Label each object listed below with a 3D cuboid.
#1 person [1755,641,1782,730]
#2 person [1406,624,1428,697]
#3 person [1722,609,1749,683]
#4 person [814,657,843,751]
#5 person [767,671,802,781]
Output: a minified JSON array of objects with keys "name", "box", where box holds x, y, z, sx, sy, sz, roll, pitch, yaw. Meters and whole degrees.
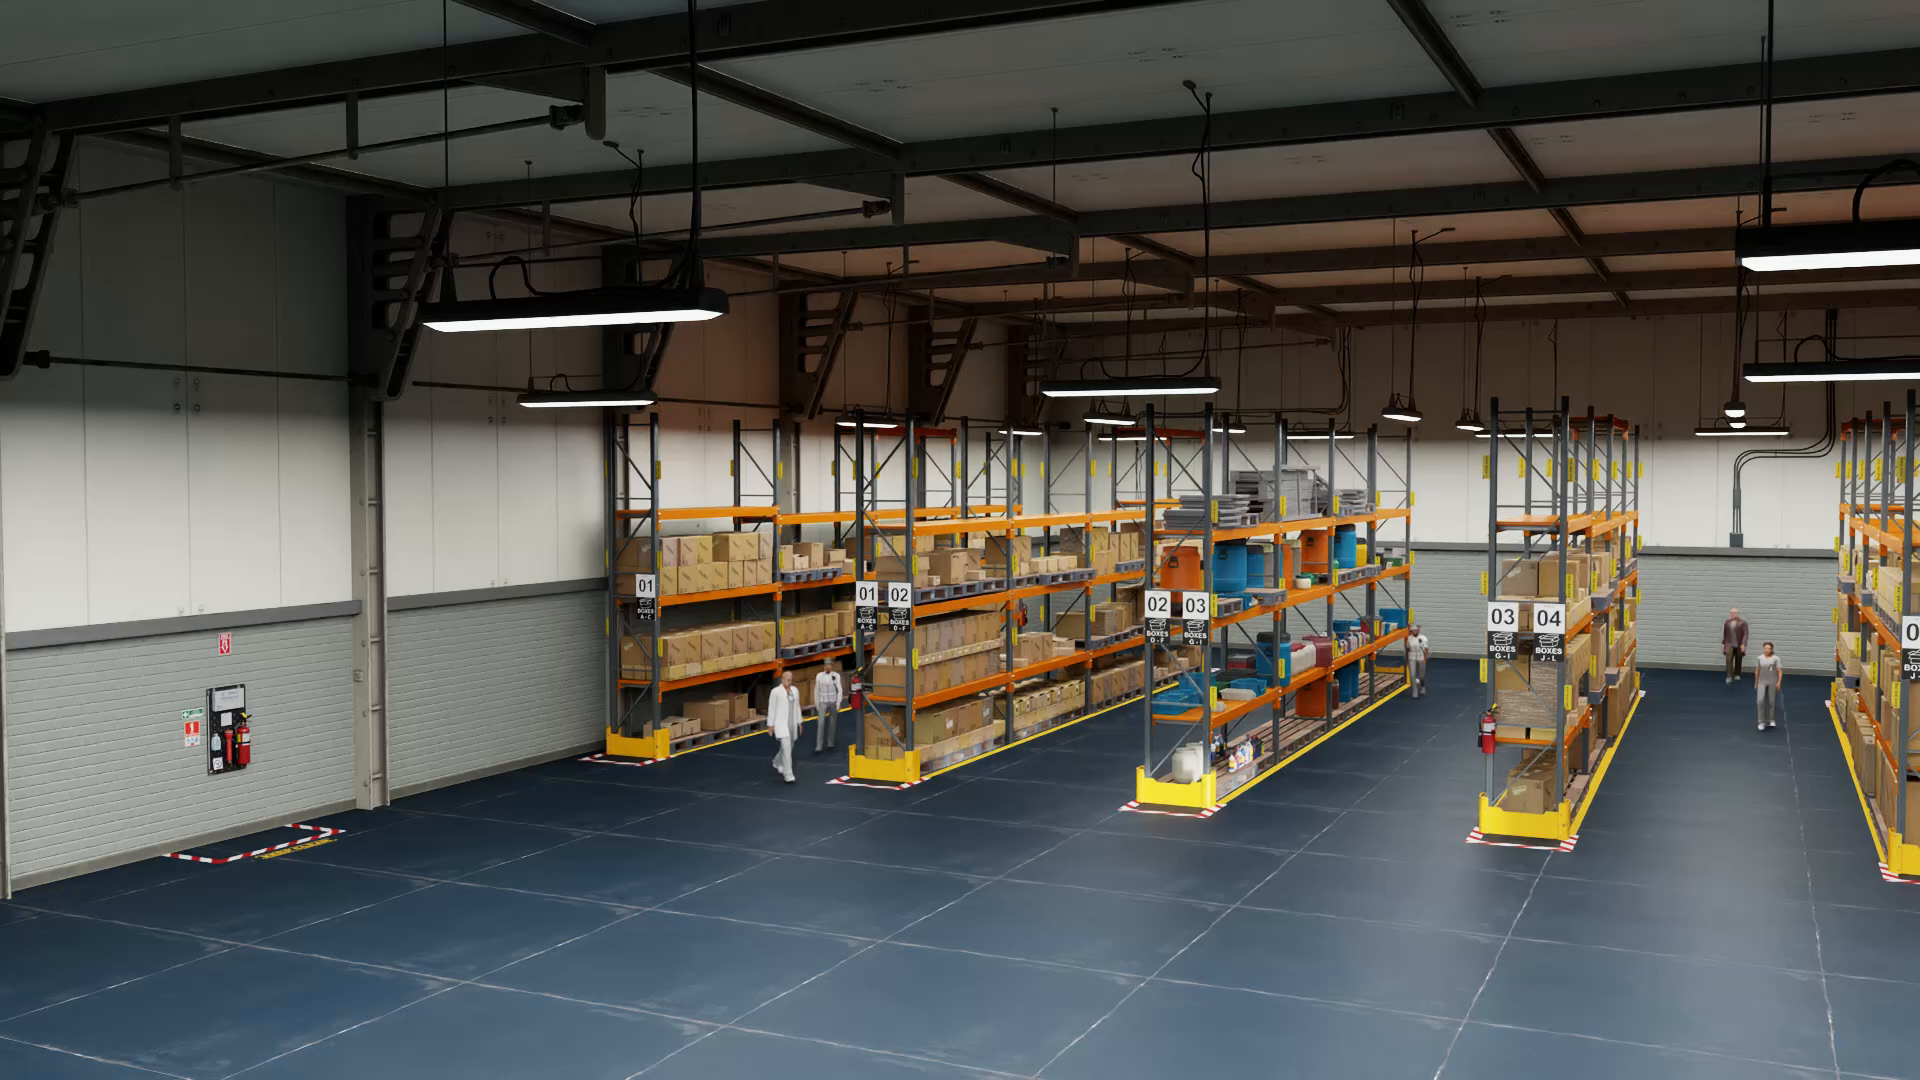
[{"name":"person","box":[15.684,2.817,32.282,0.501,1.699,0.619,2,3,38]},{"name":"person","box":[10.129,2.656,36.861,0.492,1.591,0.823,1,3,22]},{"name":"person","box":[18.191,2.472,39.017,0.573,1.715,1.103,1,3,27]},{"name":"person","box":[-2.351,2.913,29.628,0.525,1.650,0.873,0,2,-9]},{"name":"person","box":[-2.828,2.994,27.014,0.934,1.743,0.591,2,3,44]}]
